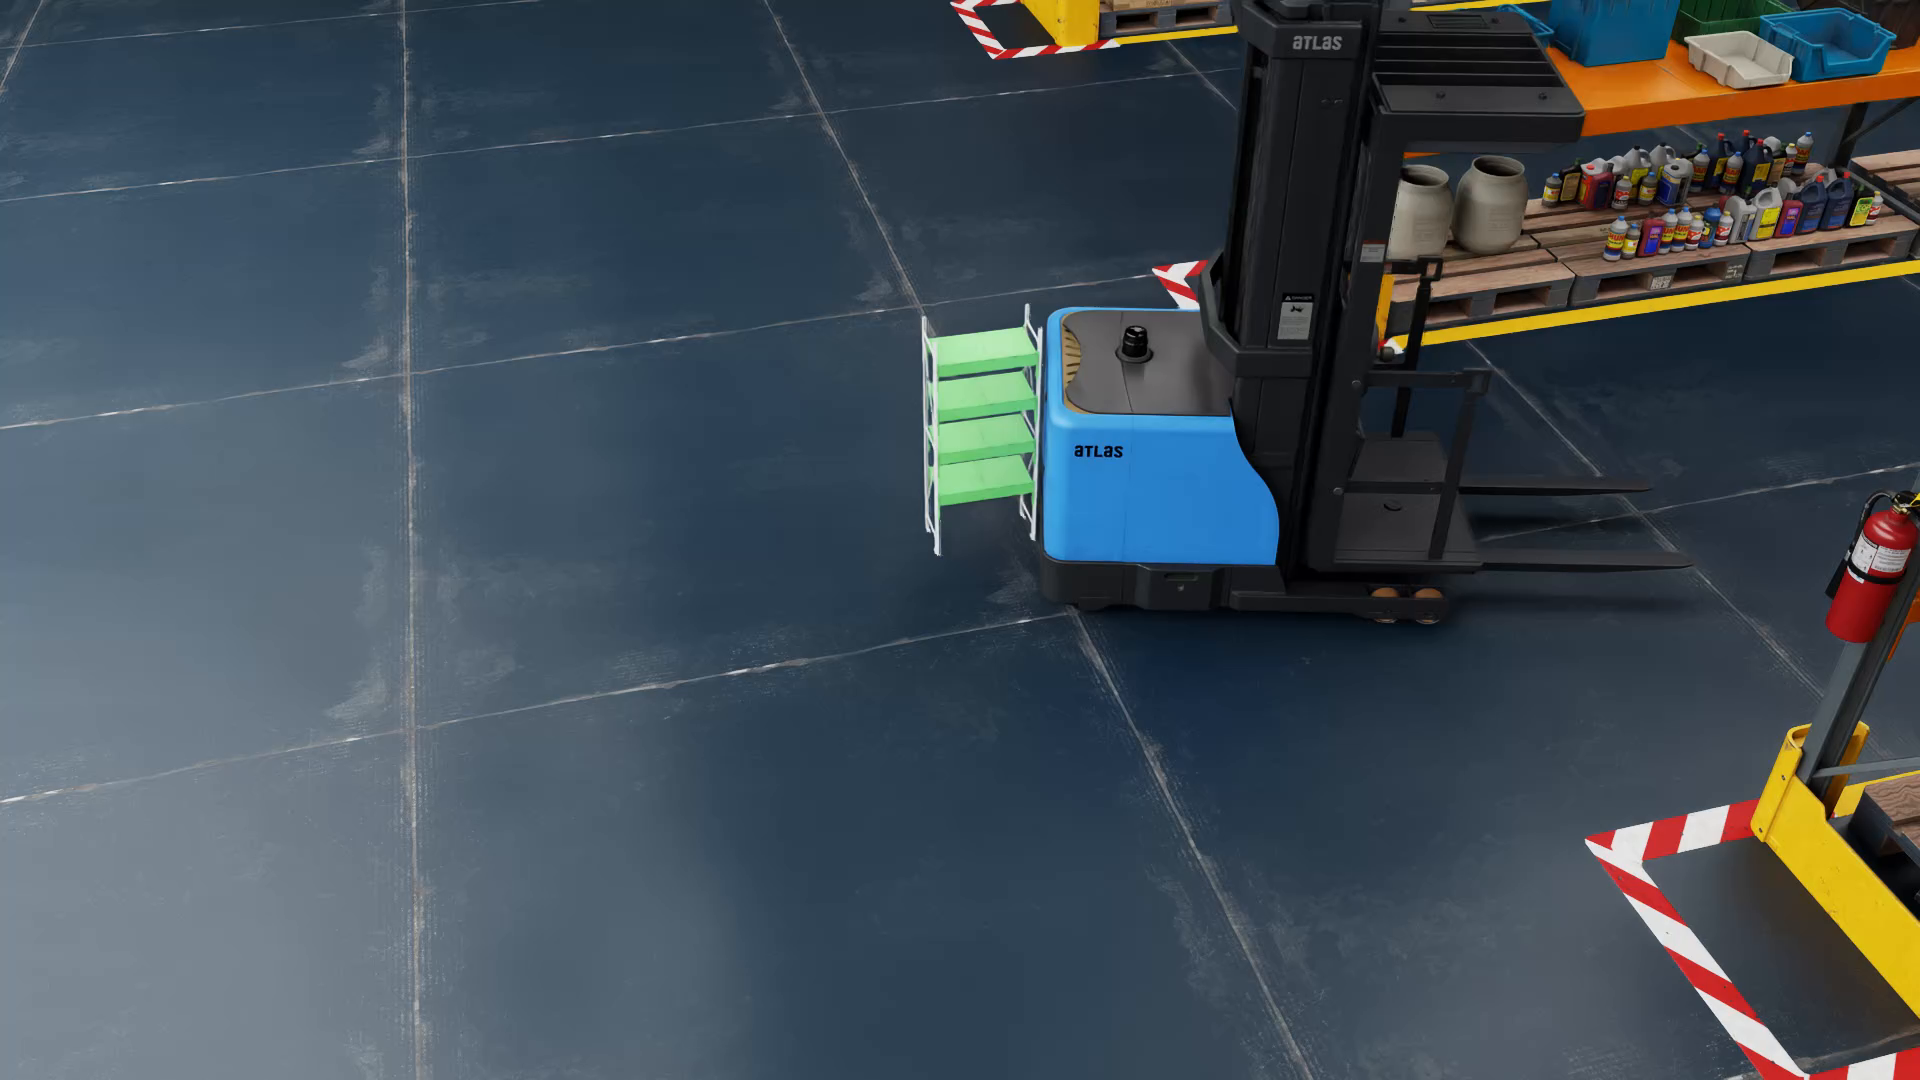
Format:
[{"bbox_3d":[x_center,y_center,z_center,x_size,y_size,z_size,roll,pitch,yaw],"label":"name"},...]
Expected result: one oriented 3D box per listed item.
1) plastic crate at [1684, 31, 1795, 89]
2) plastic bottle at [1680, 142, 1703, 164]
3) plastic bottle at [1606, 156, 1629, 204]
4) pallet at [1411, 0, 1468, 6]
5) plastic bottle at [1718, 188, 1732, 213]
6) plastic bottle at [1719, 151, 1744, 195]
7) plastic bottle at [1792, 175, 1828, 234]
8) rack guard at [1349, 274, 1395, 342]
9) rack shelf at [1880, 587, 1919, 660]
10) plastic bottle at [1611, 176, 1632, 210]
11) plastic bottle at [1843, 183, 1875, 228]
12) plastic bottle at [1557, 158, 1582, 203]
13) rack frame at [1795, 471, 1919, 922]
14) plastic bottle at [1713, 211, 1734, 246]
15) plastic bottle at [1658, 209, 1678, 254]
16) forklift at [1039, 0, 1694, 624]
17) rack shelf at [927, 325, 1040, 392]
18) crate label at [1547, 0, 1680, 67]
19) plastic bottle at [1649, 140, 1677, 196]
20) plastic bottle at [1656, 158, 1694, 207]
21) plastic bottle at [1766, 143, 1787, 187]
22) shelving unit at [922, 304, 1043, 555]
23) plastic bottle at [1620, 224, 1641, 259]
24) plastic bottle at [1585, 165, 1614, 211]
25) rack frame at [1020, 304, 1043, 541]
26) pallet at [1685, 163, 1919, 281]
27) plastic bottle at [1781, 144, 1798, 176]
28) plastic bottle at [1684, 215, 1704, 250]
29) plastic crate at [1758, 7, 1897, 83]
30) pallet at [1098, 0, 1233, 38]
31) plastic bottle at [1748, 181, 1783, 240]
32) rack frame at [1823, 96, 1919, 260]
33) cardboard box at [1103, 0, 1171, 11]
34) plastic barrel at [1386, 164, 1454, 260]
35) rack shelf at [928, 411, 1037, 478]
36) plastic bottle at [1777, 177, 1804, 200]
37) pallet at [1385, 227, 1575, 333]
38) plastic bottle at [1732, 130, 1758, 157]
[{"bbox_3d":[4.491,-2.756,9.581,0.437,0.136,0.530,-9,38,-12],"label":"plastic crate"},{"bbox_3d":[4.752,-2.447,10.833,0.133,0.283,0.061,-8,38,-10],"label":"plastic bottle"},{"bbox_3d":[4.174,-2.320,10.673,0.135,0.276,0.152,-10,39,-13],"label":"plastic bottle"},{"bbox_3d":[3.926,-4.964,14.545,1.213,0.211,1.003,-9,38,-12],"label":"pallet"},{"bbox_3d":[4.762,-2.049,10.313,0.133,0.283,0.061,-9,38,-12],"label":"plastic bottle"},{"bbox_3d":[4.996,-2.380,10.755,0.097,0.271,0.097,0,37,0],"label":"plastic bottle"},{"bbox_3d":[5.260,-2.088,10.308,0.185,0.351,0.144,-11,39,-14],"label":"plastic bottle"},{"bbox_3d":[2.192,-1.680,10.014,0.348,0.500,1.175,-9,38,-12],"label":"rack guard"},{"bbox_3d":[5.353,0.241,6.038,4.000,0.370,1.077,-9,38,-12],"label":"rack shelf"},{"bbox_3d":[4.224,-2.220,10.604,0.097,0.201,0.097,0,37,0],"label":"plastic bottle"},{"bbox_3d":[5.614,-2.093,10.370,0.133,0.283,0.061,-7,38,-10],"label":"plastic bottle"},{"bbox_3d":[3.897,-2.306,10.649,0.133,0.283,0.061,-8,38,-11],"label":"plastic bottle"},{"bbox_3d":[3.422,0.272,5.405,0.127,3.000,1.000,-9,38,-12],"label":"rack frame"},{"bbox_3d":[4.684,-1.919,10.211,0.097,0.201,0.097,0,37,0],"label":"plastic bottle"},{"bbox_3d":[4.293,-1.883,10.106,0.097,0.271,0.097,0,37,0],"label":"plastic bottle"},{"bbox_3d":[1.903,-1.105,7.261,3.031,2.935,1.130,1,37,1],"label":"forklift"},{"bbox_3d":[0.100,-0.838,7.653,0.480,0.148,0.258,-8,38,-11],"label":"rack shelf"},{"bbox_3d":[3.837,-3.097,9.781,0.616,0.435,0.502,-9,38,-12],"label":"crate label"},{"bbox_3d":[4.512,-2.408,10.726,0.185,0.351,0.144,-10,38,-12],"label":"plastic bottle"},{"bbox_3d":[4.575,-2.295,10.641,0.135,0.276,0.152,-9,38,-12],"label":"plastic bottle"},{"bbox_3d":[5.294,-2.440,10.824,0.133,0.283,0.061,-9,38,-12],"label":"plastic bottle"},{"bbox_3d":[0.100,-0.508,7.906,0.503,1.200,0.258,-8,38,-11],"label":"shelving unit"},{"bbox_3d":[4.062,-1.817,10.077,0.097,0.201,0.097,0,37,0],"label":"plastic bottle"},{"bbox_3d":[4.068,-2.239,10.561,0.133,0.283,0.061,-9,38,-12],"label":"plastic bottle"},{"bbox_3d":[0.337,-0.543,7.951,0.015,1.200,0.240,-8,38,-11],"label":"rack frame"},{"bbox_3d":[5.333,-2.077,10.771,1.213,0.211,1.003,-9,38,-12],"label":"pallet"},{"bbox_3d":[5.472,-2.521,10.997,0.097,0.201,0.097,0,37,0],"label":"plastic bottle"},{"bbox_3d":[4.485,-1.887,10.168,0.097,0.201,0.097,0,37,0],"label":"plastic bottle"},{"bbox_3d":[4.995,-2.873,9.639,0.616,0.251,0.499,-9,38,-12],"label":"plastic crate"},{"bbox_3d":[1.570,-4.578,14.039,1.213,0.211,1.003,-9,38,-12],"label":"pallet"},{"bbox_3d":[4.949,-2.037,10.241,0.185,0.351,0.144,-10,38,-12],"label":"plastic bottle"},{"bbox_3d":[5.992,-3.267,10.031,0.127,3.000,1.000,-9,38,-12],"label":"rack frame"},{"bbox_3d":[1.419,-4.568,13.650,0.500,0.250,0.500,-9,38,-12],"label":"cardboard box"},{"bbox_3d":[2.746,-1.961,10.026,0.421,0.512,0.421,0,37,0],"label":"plastic barrel"},{"bbox_3d":[0.100,-0.457,7.944,0.480,0.148,0.258,-8,38,-11],"label":"rack shelf"},{"bbox_3d":[5.198,-2.141,10.439,0.135,0.276,0.152,-9,38,-12],"label":"plastic bottle"},{"bbox_3d":[2.977,-1.691,10.266,1.213,0.211,1.003,-9,38,-12],"label":"pallet"},{"bbox_3d":[5.105,-2.505,10.853,0.185,0.351,0.144,-8,38,-11],"label":"plastic bottle"}]
